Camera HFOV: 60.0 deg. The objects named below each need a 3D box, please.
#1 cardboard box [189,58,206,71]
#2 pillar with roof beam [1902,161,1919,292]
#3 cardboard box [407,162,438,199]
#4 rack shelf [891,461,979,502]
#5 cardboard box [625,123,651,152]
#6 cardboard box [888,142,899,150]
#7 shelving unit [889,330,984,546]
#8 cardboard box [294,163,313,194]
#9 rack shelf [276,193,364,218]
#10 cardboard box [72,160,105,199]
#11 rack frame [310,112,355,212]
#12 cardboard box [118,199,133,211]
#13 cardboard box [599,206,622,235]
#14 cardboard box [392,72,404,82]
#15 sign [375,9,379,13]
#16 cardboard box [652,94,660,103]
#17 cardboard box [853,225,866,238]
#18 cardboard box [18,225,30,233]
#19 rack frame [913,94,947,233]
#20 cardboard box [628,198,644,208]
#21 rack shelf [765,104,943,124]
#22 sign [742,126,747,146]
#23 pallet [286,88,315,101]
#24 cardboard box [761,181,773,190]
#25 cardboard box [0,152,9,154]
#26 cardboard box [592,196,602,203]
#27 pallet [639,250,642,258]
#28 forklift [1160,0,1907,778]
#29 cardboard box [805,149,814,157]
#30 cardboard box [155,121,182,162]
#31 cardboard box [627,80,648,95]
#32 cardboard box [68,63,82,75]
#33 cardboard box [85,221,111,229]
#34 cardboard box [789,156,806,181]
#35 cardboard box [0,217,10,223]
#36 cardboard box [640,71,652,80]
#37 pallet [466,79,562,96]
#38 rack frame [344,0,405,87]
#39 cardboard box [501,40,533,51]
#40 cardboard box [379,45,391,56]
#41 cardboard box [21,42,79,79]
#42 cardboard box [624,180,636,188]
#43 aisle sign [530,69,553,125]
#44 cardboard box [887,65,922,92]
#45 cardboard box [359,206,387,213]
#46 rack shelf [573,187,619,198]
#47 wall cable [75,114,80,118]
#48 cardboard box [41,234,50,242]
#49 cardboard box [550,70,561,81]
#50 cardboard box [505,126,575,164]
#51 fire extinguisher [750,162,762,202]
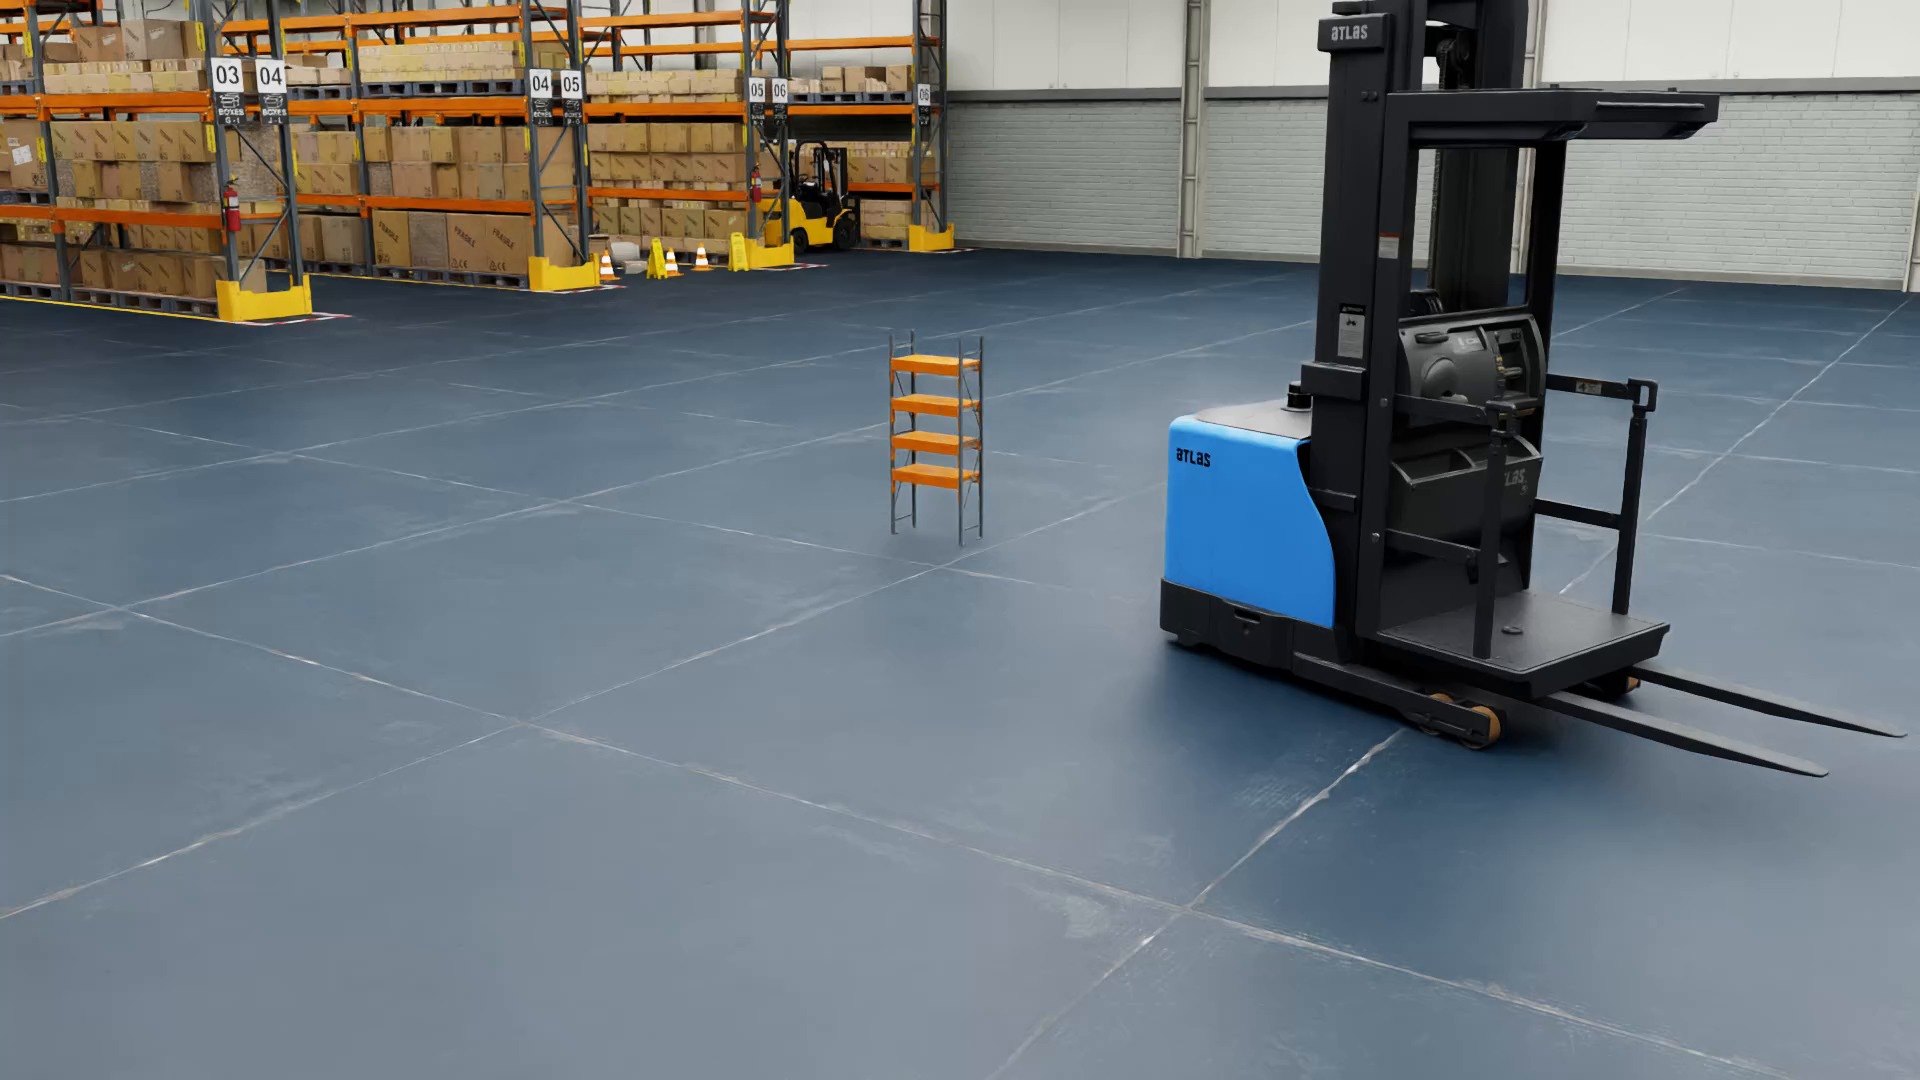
[{"bbox_3d":[-9.292,-5.882,20.581,0.250,0.149,0.380,9,17,33],"label":"cardboard box"},{"bbox_3d":[11.869,-7.209,20.218,0.400,9.000,9.100,9,17,33],"label":"pillar with roof beam"},{"bbox_3d":[-8.191,-5.702,26.305,0.550,0.550,0.875,9,17,33],"label":"cardboard box"},{"bbox_3d":[-0.137,-0.347,9.833,0.480,0.148,0.258,9,17,33],"label":"rack shelf"},{"bbox_3d":[-5.619,-7.273,30.053,0.500,0.500,0.700,9,16,32],"label":"cardboard box"},{"bbox_3d":[-1.227,-7.837,33.062,0.250,0.149,0.380,9,17,33],"label":"cardboard box"},{"bbox_3d":[-0.137,-0.605,9.769,0.503,1.200,0.258,9,17,33],"label":"shelving unit"},{"bbox_3d":[-10.776,-6.043,27.783,0.500,0.500,0.500,9,17,33],"label":"cardboard box"},{"bbox_3d":[-11.014,-5.761,28.350,4.000,0.370,1.077,9,17,33],"label":"rack shelf"},{"bbox_3d":[-11.473,-4.913,22.599,0.500,0.500,0.875,9,17,33],"label":"cardboard box"},{"bbox_3d":[-13.314,-7.915,35.556,0.127,3.000,1.000,9,17,33],"label":"rack frame"},{"bbox_3d":[-10.944,-4.457,22.109,0.250,0.149,0.380,9,17,33],"label":"cardboard box"},{"bbox_3d":[-6.337,-5.943,30.874,0.500,0.500,0.500,10,17,35],"label":"cardboard box"},{"bbox_3d":[-8.612,-7.210,25.905,0.250,0.149,0.380,9,16,32],"label":"cardboard box"},{"bbox_3d":[-14.169,-12.738,40.443,0.005,0.325,0.100,9,17,33],"label":"sign"},{"bbox_3d":[-5.273,-7.878,29.687,0.250,0.149,0.380,9,17,33],"label":"cardboard box"},{"bbox_3d":[-1.973,-6.303,33.890,0.500,0.250,0.500,9,17,33],"label":"cardboard box"},{"bbox_3d":[-18.420,-6.175,32.965,0.250,0.149,0.380,10,17,35],"label":"cardboard box"},{"bbox_3d":[-0.590,-7.296,33.055,0.127,3.000,1.000,9,17,33],"label":"rack frame"},{"bbox_3d":[-5.839,-6.160,30.403,0.250,0.149,0.380,10,17,35],"label":"cardboard box"},{"bbox_3d":[-2.249,-8.671,33.864,4.000,0.370,1.077,9,17,33],"label":"rack shelf"},{"bbox_3d":[-3.683,-6.913,28.441,0.005,0.325,0.100,9,17,33],"label":"sign"},{"bbox_3d":[-11.180,-7.518,28.100,1.213,0.211,1.003,10,17,35],"label":"pallet"},{"bbox_3d":[-3.523,-6.271,29.436,0.250,0.149,0.380,9,17,33],"label":"cardboard box"},{"bbox_3d":[-14.536,-5.536,24.862,0.500,0.500,0.700,12,19,41],"label":"cardboard box"},{"bbox_3d":[-8.217,-7.765,37.925,0.250,0.149,0.380,9,16,31],"label":"cardboard box"},{"bbox_3d":[-6.099,-5.406,31.221,1.213,0.211,1.003,9,17,33],"label":"pallet"},{"bbox_3d":[2.251,-0.738,6.706,1.130,2.935,3.031,-11,18,-37],"label":"forklift"},{"bbox_3d":[-2.963,-7.954,34.153,0.250,0.149,0.380,9,17,32],"label":"cardboard box"},{"bbox_3d":[-9.900,-5.099,21.270,0.500,0.500,0.500,9,17,33],"label":"cardboard box"},{"bbox_3d":[-5.622,-8.119,29.831,0.500,0.250,0.500,9,17,33],"label":"cardboard box"},{"bbox_3d":[-11.636,-6.275,22.171,0.250,0.149,0.380,9,17,33],"label":"cardboard box"},{"bbox_3d":[-16.433,-6.019,31.718,0.250,0.149,0.380,10,17,34],"label":"cardboard box"},{"bbox_3d":[-3.245,-7.703,34.490,0.500,0.500,0.500,10,17,34],"label":"cardboard box"},{"bbox_3d":[-19.067,-6.422,33.344,0.250,0.149,0.380,8,16,30],"label":"cardboard box"},{"bbox_3d":[-5.486,-8.293,29.701,0.250,0.149,0.380,9,16,32],"label":"cardboard box"},{"bbox_3d":[-6.657,-6.816,25.057,1.213,0.211,1.003,9,17,33],"label":"pallet"},{"bbox_3d":[-9.355,-8.754,26.459,0.127,3.000,1.000,9,17,33],"label":"rack frame"},{"bbox_3d":[-6.505,-7.256,24.434,0.250,0.149,0.380,9,17,33],"label":"cardboard box"},{"bbox_3d":[-8.820,-7.631,25.946,0.250,0.149,0.380,9,17,32],"label":"cardboard box"},{"bbox_3d":[-12.541,-6.659,23.151,0.637,0.503,0.797,8,16,30],"label":"cardboard box"},{"bbox_3d":[-5.932,-6.521,30.446,0.250,0.149,0.380,10,17,35],"label":"cardboard box"},{"bbox_3d":[-6.144,-6.498,24.420,0.004,0.787,0.394,9,17,33],"label":"aisle sign"},{"bbox_3d":[-1.093,-9.064,32.663,0.500,0.500,0.500,10,17,35],"label":"cardboard box"},{"bbox_3d":[-12.001,-6.901,35.006,0.875,0.875,0.875,10,17,34],"label":"cardboard box"},{"bbox_3d":[-8.335,-6.761,32.392,4.000,0.370,1.077,9,17,33],"label":"rack shelf"},{"bbox_3d":[-21.325,-9.712,40.633,0.123,1.953,0.585,9,17,33],"label":"wall cable"},{"bbox_3d":[-17.765,-5.932,32.604,0.250,0.149,0.380,9,17,33],"label":"cardboard box"},{"bbox_3d":[-6.141,-7.002,25.064,0.250,0.149,0.380,9,17,33],"label":"cardboard box"},{"bbox_3d":[-6.322,-5.960,25.097,0.550,0.550,0.875,9,17,33],"label":"cardboard box"},{"bbox_3d":[-3.519,-6.161,28.631,0.183,0.674,0.296,9,17,33],"label":"fire extinguisher"}]
